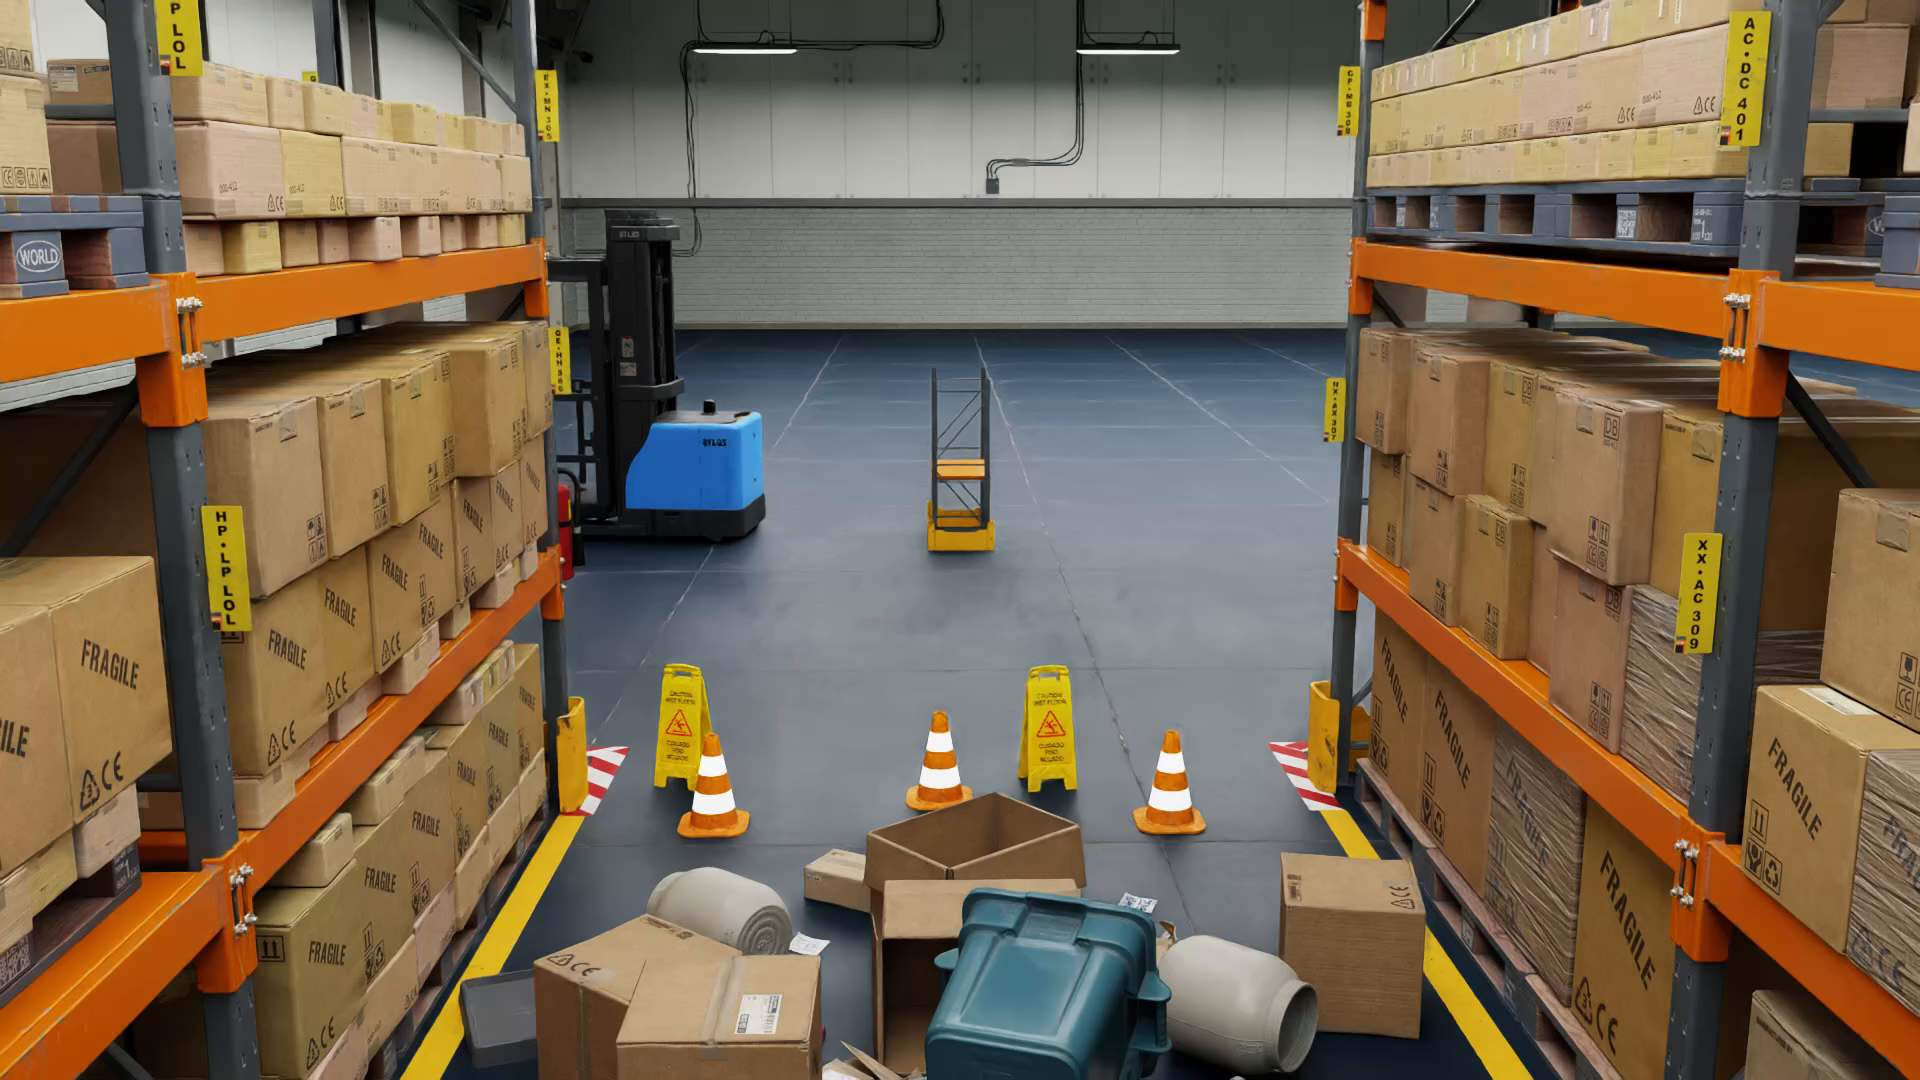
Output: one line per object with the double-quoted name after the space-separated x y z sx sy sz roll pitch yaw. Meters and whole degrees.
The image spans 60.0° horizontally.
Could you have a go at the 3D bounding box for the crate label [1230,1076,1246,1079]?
0.907 1.880 5.447 0.298 0.136 0.250 -10 15 -40 "crate label"

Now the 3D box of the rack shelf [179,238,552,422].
-2.465 -0.871 6.073 1.077 0.370 4.000 0 11 -1 "rack shelf"

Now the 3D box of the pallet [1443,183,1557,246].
2.494 -1.228 6.244 1.003 0.211 1.213 0 11 -1 "pallet"

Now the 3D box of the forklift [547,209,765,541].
-3.393 -1.525 15.203 3.031 2.935 1.130 1 12 6 "forklift"

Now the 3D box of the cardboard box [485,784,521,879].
-2.218 1.253 7.197 0.500 0.250 0.500 0 11 -1 "cardboard box"

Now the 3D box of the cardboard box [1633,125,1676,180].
2.190 -1.119 4.812 0.380 0.149 0.250 0 11 0 "cardboard box"

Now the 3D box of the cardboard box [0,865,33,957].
-2.108 0.766 3.314 0.380 0.149 0.250 0 11 -2 "cardboard box"

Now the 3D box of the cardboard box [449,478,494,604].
-2.207 -0.040 6.713 0.500 0.500 0.500 0 11 -1 "cardboard box"

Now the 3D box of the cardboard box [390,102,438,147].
-2.139 -1.518 6.080 0.380 0.149 0.250 0 11 0 "cardboard box"

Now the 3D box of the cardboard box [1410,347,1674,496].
2.388 -0.500 6.884 0.875 0.550 0.550 0 11 -1 "cardboard box"

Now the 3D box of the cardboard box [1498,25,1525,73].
2.165 -1.762 5.975 0.380 0.149 0.250 0 11 0 "cardboard box"

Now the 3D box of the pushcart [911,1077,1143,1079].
-0.146 1.910 4.696 1.648 0.377 0.936 -4 12 -21 "pushcart"

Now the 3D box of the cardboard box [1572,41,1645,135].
2.246 -1.391 5.148 0.500 0.250 0.500 0 11 -1 "cardboard box"

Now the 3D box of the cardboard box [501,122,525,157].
-2.205 -1.823 7.582 0.380 0.149 0.250 0 11 -1 "cardboard box"

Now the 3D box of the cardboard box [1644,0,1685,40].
2.192 -1.511 4.735 0.380 0.149 0.250 0 11 -1 "cardboard box"

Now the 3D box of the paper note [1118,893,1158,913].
0.774 1.575 7.224 0.144 0.017 0.142 4 12 18 "paper note"

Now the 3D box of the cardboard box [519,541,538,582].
-2.169 0.095 7.677 0.380 0.149 0.250 0 11 -2 "cardboard box"

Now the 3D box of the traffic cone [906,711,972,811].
-0.105 1.100 8.472 0.336 0.463 0.334 0 11 -1 "traffic cone"

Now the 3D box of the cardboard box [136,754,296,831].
-2.110 0.703 4.680 0.380 0.149 0.250 0 11 -1 "cardboard box"

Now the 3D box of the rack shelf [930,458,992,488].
-0.002 -0.576 15.029 0.538 0.185 1.000 0 11 -1 "rack shelf"

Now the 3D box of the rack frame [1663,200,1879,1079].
2.523 0.604 4.540 1.000 3.000 0.127 0 11 -1 "rack frame"

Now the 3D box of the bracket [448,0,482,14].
-8.435 -8.870 27.093 0.076 0.066 4.783 0 11 -1 "bracket"

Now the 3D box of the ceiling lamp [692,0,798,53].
-4.148 -11.004 31.983 2.000 3.185 0.800 0 11 -1 "ceiling lamp"

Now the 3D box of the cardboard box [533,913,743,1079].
-1.086 1.649 5.666 0.500 0.500 0.500 9 15 38 "cardboard box"

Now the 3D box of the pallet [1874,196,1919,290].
2.591 -0.591 3.363 0.805 0.209 1.217 -1 11 -3 "pallet"

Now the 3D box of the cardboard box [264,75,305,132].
-2.135 -1.262 4.816 0.380 0.149 0.250 -1 11 -3 "cardboard box"

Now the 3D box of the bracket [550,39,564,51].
-8.612 -10.574 35.496 0.235 0.232 0.430 0 11 -1 "bracket"

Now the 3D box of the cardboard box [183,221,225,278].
-2.183 -0.767 4.381 0.380 0.149 0.250 0 11 -2 "cardboard box"

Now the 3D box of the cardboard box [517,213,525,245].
-2.220 -1.428 7.642 0.380 0.149 0.250 0 11 -1 "cardboard box"

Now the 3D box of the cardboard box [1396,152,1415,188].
2.137 -1.623 7.296 0.380 0.149 0.250 0 11 -1 "cardboard box"

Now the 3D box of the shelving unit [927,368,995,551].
-0.002 -0.750 14.985 0.587 1.500 1.083 0 11 -1 "shelving unit"

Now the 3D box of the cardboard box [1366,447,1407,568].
2.493 -0.191 8.081 0.875 0.550 0.550 0 11 -1 "cardboard box"

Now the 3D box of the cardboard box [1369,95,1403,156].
2.194 -1.892 7.616 0.500 0.250 0.500 0 11 -1 "cardboard box"

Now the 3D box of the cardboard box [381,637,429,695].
-2.127 0.449 5.934 0.380 0.149 0.250 0 11 -1 "cardboard box"

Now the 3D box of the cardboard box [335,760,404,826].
-2.121 0.855 5.644 0.380 0.149 0.250 0 11 1 "cardboard box"

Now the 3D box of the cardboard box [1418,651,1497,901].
2.541 0.953 7.103 0.875 0.875 0.875 0 11 -2 "cardboard box"

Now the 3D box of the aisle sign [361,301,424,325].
-2.818 -1.436 8.056 0.394 0.787 0.004 0 11 -1 "aisle sign"

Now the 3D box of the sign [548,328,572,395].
-1.951 -0.872 8.105 0.100 0.325 0.005 0 11 -1 "sign"

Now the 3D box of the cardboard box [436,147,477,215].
-2.202 -1.390 6.450 0.500 0.250 0.500 0 11 0 "cardboard box"

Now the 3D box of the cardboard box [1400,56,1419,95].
2.139 -2.016 7.225 0.380 0.149 0.250 0 11 -2 "cardboard box"

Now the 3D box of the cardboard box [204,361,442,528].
-2.188 -0.331 5.630 0.700 0.500 0.500 0 11 -2 "cardboard box"

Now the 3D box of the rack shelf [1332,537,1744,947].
2.481 0.559 6.571 1.077 0.370 4.000 0 11 -1 "rack shelf"

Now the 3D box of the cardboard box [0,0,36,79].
-2.285 -1.089 3.400 0.500 0.250 0.500 0 11 0 "cardboard box"

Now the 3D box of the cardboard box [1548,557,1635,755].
2.469 0.348 5.424 0.875 0.550 0.550 0 11 -1 "cardboard box"

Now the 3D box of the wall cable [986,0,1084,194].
1.777 -11.185 39.005 2.305 6.003 0.169 0 11 -1 "wall cable"

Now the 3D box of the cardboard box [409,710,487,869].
-2.212 0.985 6.631 0.500 0.500 0.500 -1 11 -2 "cardboard box"

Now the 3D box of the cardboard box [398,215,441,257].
-2.143 -1.123 6.138 0.380 0.149 0.250 0 11 -2 "cardboard box"

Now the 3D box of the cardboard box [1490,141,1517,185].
2.163 -1.373 6.060 0.380 0.149 0.250 0 11 -1 "cardboard box"

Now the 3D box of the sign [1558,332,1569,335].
2.983 -0.875 8.318 0.100 0.325 0.005 0 11 -1 "sign"

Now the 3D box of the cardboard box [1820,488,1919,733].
2.539 0.163 3.944 0.700 0.500 0.500 0 11 -2 "cardboard box"
